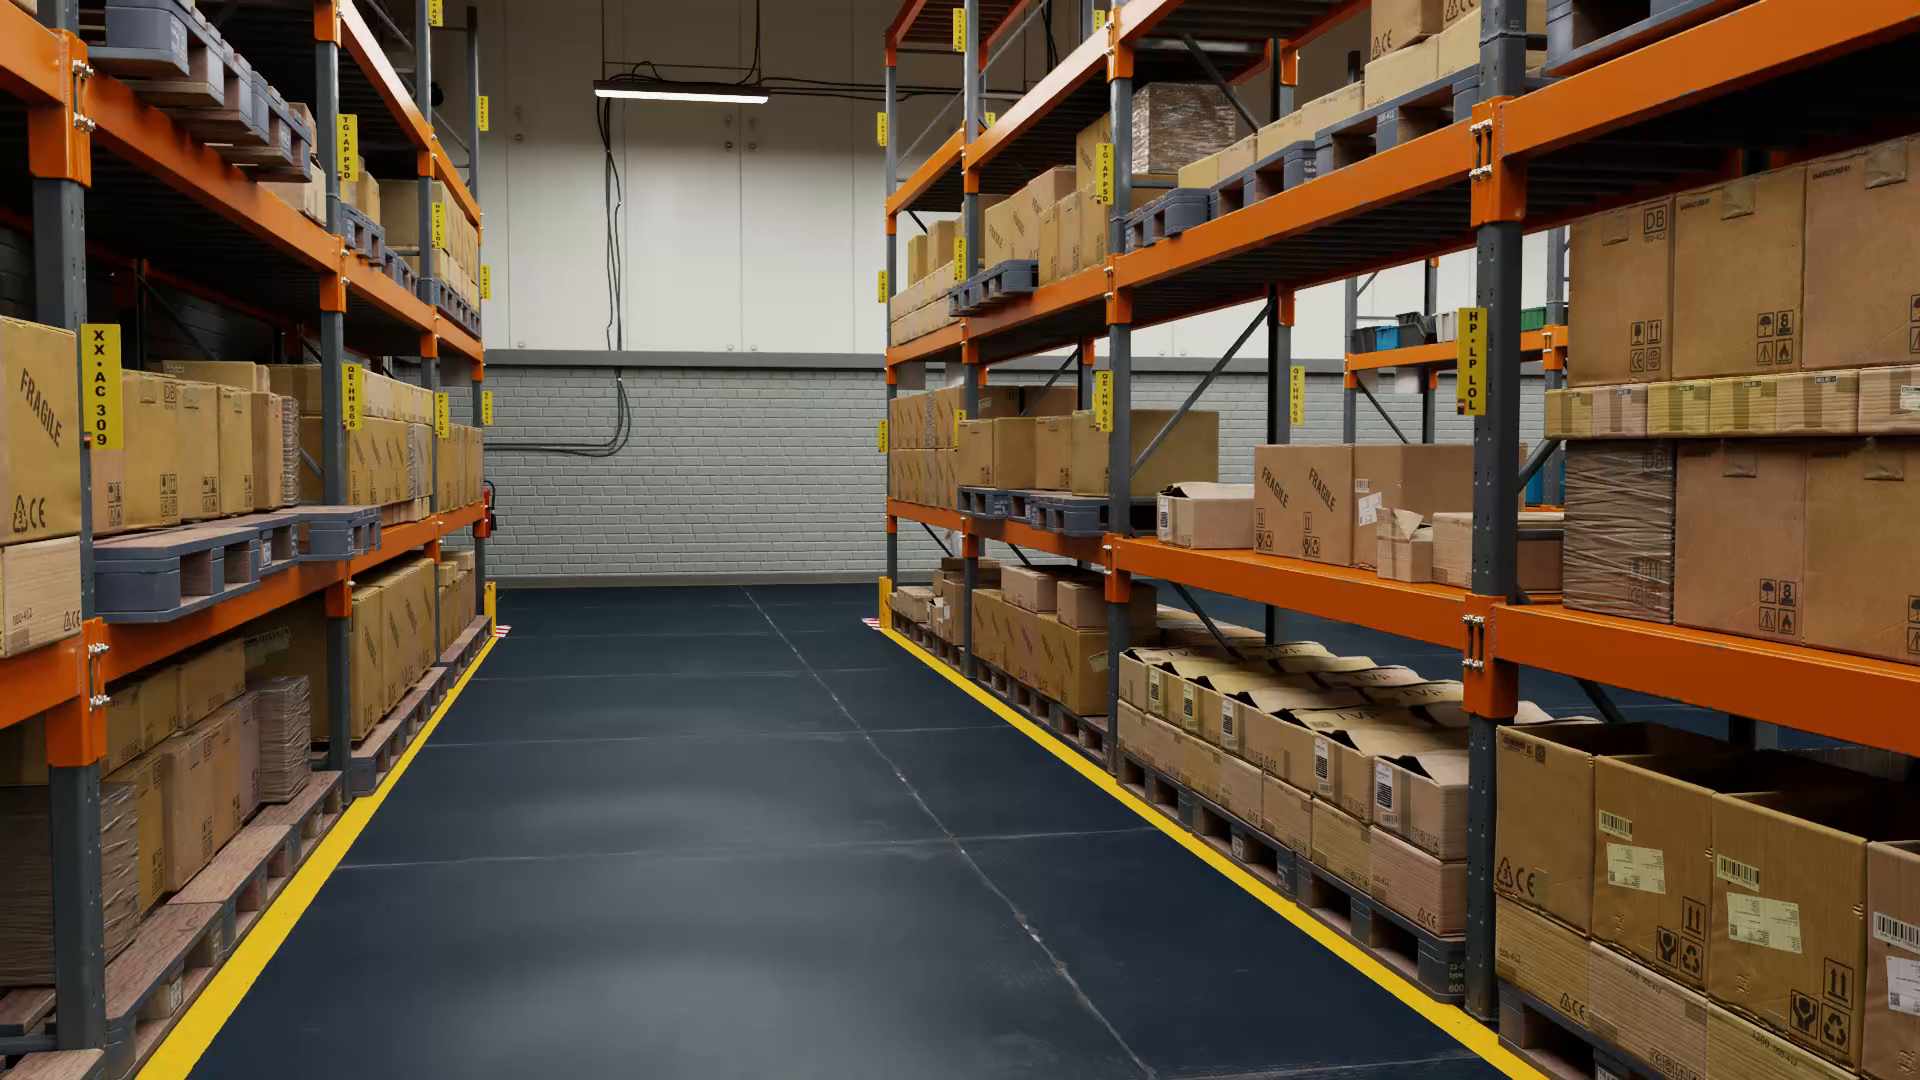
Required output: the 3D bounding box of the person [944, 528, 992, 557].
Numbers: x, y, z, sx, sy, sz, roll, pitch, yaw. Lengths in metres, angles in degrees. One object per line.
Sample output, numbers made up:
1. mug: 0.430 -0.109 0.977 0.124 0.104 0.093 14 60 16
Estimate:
1. person: 0.108 -0.106 19.057 0.593 1.746 0.437 -1 3 -14
